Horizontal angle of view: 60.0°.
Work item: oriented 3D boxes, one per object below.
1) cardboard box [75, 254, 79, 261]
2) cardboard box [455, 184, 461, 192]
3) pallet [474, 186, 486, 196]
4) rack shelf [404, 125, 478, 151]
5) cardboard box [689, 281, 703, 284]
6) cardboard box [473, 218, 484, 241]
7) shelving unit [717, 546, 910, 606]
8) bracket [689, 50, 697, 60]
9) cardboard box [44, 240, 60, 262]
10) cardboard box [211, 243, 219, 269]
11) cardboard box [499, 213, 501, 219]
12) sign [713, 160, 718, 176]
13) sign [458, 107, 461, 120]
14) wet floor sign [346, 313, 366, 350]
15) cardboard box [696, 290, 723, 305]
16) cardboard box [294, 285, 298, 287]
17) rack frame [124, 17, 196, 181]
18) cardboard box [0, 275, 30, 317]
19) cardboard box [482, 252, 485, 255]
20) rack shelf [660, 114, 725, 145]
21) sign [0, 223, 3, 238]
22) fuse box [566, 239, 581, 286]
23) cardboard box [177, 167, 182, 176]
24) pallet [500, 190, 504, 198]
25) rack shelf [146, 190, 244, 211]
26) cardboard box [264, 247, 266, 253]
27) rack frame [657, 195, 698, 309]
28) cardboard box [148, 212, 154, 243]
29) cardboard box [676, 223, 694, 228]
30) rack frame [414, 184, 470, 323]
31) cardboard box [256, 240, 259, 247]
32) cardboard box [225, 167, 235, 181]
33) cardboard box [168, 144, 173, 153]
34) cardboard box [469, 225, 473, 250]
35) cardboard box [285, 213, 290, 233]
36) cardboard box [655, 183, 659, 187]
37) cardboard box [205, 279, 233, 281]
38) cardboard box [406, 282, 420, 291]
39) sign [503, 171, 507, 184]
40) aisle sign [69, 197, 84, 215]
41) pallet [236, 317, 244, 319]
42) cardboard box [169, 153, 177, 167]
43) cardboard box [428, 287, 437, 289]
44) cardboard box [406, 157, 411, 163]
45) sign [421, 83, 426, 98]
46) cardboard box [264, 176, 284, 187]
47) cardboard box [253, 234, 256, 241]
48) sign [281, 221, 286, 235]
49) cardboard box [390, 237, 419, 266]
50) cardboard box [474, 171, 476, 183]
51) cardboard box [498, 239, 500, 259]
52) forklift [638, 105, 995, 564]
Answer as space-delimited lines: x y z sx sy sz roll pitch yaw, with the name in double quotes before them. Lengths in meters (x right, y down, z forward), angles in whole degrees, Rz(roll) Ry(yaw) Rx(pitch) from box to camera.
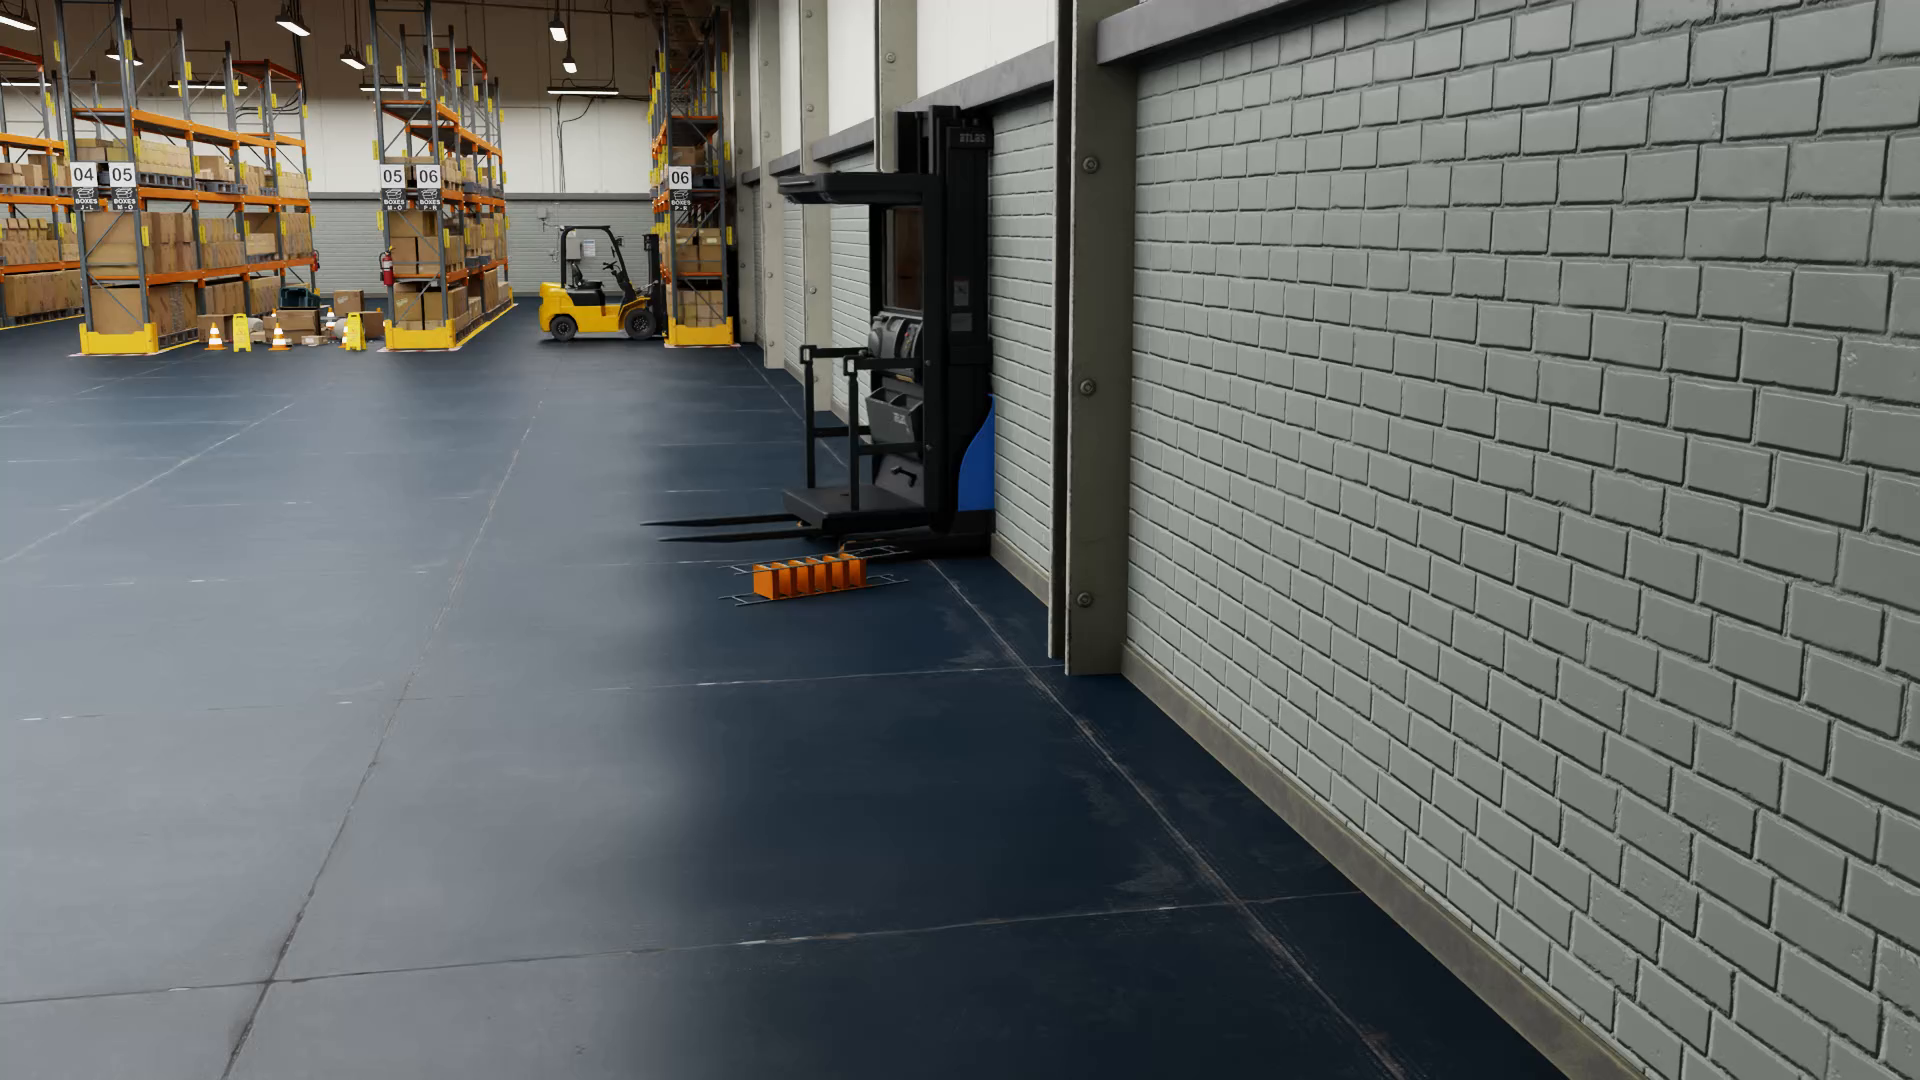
"cardboard box" -21.584 -6.836 40.260 0.380 0.149 0.250 -2 11 -13
"cardboard box" -10.059 -6.944 32.809 0.380 0.149 0.250 -2 11 -11
"pallet" -11.375 -7.872 37.514 1.213 0.211 1.003 -2 11 -8
"rack shelf" -10.809 -8.405 34.783 1.077 0.370 4.000 -2 11 -11
"cardboard box" -6.126 -5.960 38.815 0.380 0.149 0.250 -2 11 -8
"cardboard box" -11.054 -7.014 37.586 0.500 0.500 0.500 -2 11 -13
"shelving unit" -0.874 0.209 10.078 1.200 0.189 0.258 -7 13 -34
"bracket" -6.627 -12.076 41.451 0.235 0.232 0.430 -2 11 -11
"cardboard box" -21.338 -6.721 38.720 0.500 0.500 0.500 -2 11 -11
"cardboard box" -15.193 -5.691 33.304 0.500 0.500 0.500 -2 11 -11
"cardboard box" -12.273 -8.505 43.681 0.380 0.149 0.250 -2 11 -10
"sign" -5.008 -7.609 34.035 0.100 0.325 0.005 -2 11 -11
"sign" -13.300 -11.307 44.112 0.100 0.325 0.005 -2 11 -11
"wet floor sign" -10.655 -3.677 29.290 0.267 0.644 0.232 2 11 9
"cardboard box" -4.682 -4.530 31.033 0.500 0.250 0.500 -2 11 -12
"cardboard box" -16.955 -6.366 42.032 0.380 0.149 0.250 -2 11 -11
"rack frame" -15.256 -8.390 31.708 1.000 3.000 0.127 -2 11 -11
"cardboard box" -21.033 -5.304 36.102 1.225 0.875 0.875 -3 11 -14
"cardboard box" -11.046 -6.400 37.700 0.500 0.250 0.500 -2 11 -12
"rack shelf" -5.163 -7.853 31.881 1.077 0.370 4.000 -2 11 -11
"sign" -20.388 -6.566 35.285 0.100 0.325 0.005 -2 11 -11
"fuse box" -11.785 -8.292 50.686 0.539 1.711 0.414 -2 11 -11
"cardboard box" -14.721 -6.853 30.936 0.380 0.149 0.250 -2 11 -11
"pallet" -12.599 -9.136 43.890 1.003 0.211 1.213 -2 11 -11
"rack shelf" -15.645 -6.930 33.983 1.077 0.370 4.000 -2 11 -11
"cardboard box" -16.335 -6.737 38.618 0.380 0.149 0.250 -3 11 -13
"rack frame" -7.108 -7.290 41.973 1.000 3.000 0.127 -2 11 -11
"cardboard box" -14.710 -5.480 29.177 0.875 0.550 0.550 -2 11 -11
"cardboard box" -7.137 -8.013 43.375 0.500 0.500 0.500 -2 11 -13
"rack frame" -10.420 -5.641 33.312 1.000 3.000 0.127 -2 11 -11
"cardboard box" -16.183 -6.737 37.825 0.380 0.149 0.250 -2 11 -12
"cardboard box" -15.536 -7.681 34.853 0.500 0.311 0.500 -2 11 -11
"cardboard box" -14.627 -7.153 30.381 0.380 0.149 0.250 -2 11 -12
"cardboard box" -10.328 -6.231 34.225 0.500 0.500 0.500 -2 11 -11
"cardboard box" -16.776 -7.782 40.825 0.500 0.500 0.500 -2 11 -13
"cardboard box" -7.116 -8.545 39.827 0.380 0.149 0.250 -2 11 -10
"cardboard box" -16.424 -5.639 36.857 0.500 0.250 0.500 -2 11 -12
"cardboard box" -10.237 -4.699 30.851 0.380 0.149 0.250 -2 11 -10
"sign" -12.219 -9.729 44.610 0.100 0.325 0.005 -2 11 -11
"aisle sign" -22.783 -8.761 42.751 0.394 0.787 0.004 -2 11 -11
"pallet" -15.954 -4.659 35.610 1.003 0.211 1.213 -2 11 -11
"cardboard box" -14.715 -6.979 30.531 0.500 0.250 0.500 -2 11 -12
"cardboard box" -10.454 -4.649 32.326 0.500 0.500 0.500 -2 11 -9
"cardboard box" -10.010 -6.749 29.652 0.380 0.149 0.250 -2 11 -10
"sign" -11.742 -9.838 36.394 0.100 0.325 0.005 -2 11 -11
"cardboard box" -16.670 -8.652 40.174 0.500 0.250 0.500 -2 11 -9
"cardboard box" -16.137 -6.836 37.546 0.380 0.149 0.250 -2 11 -8
"sign" -16.268 -7.499 39.979 0.100 0.325 0.005 -2 11 -11
"cardboard box" -10.018 -5.192 29.891 0.500 0.500 0.500 -2 11 -12
"cardboard box" -10.360 -7.554 34.616 0.500 0.250 0.500 -2 11 -12
"cardboard box" -11.904 -7.346 42.000 0.500 0.500 0.500 -2 11 -11
"forklift" -0.621 -1.382 11.121 3.031 2.935 1.130 -4 12 -21
